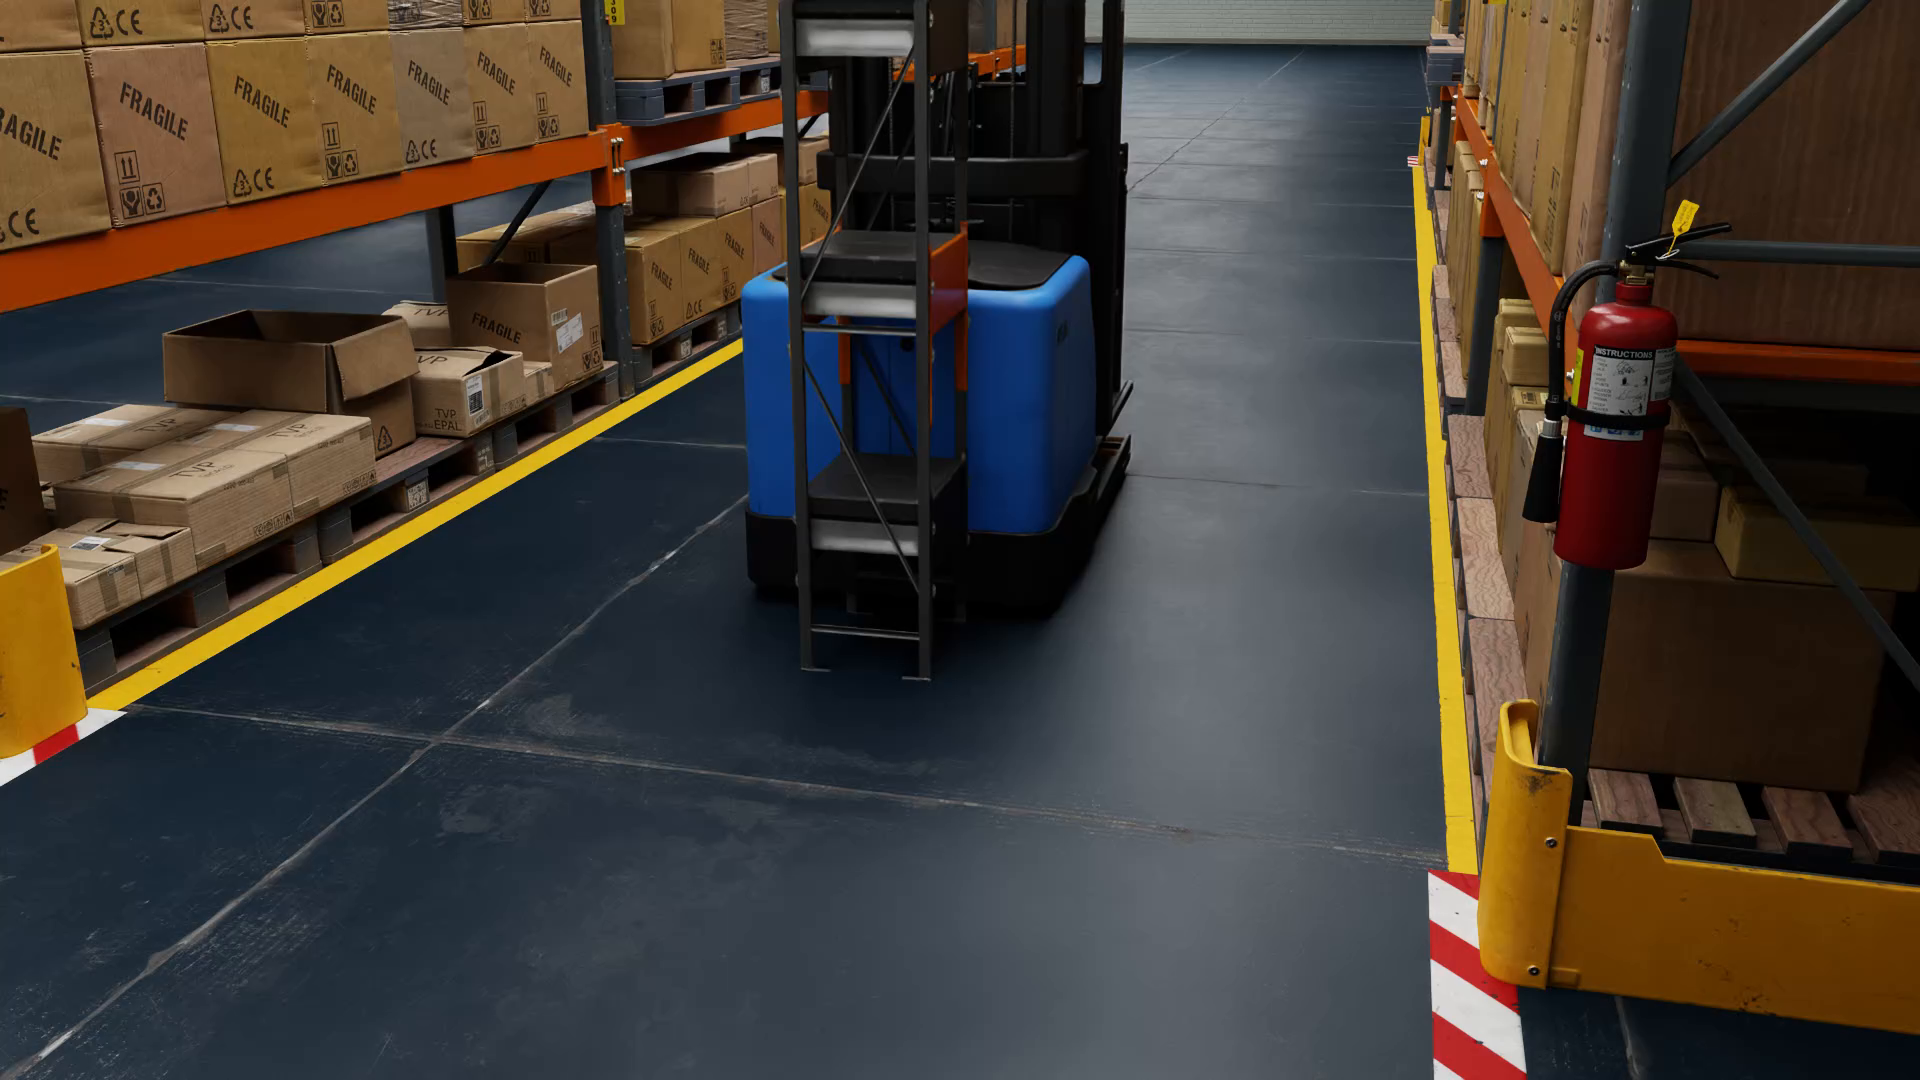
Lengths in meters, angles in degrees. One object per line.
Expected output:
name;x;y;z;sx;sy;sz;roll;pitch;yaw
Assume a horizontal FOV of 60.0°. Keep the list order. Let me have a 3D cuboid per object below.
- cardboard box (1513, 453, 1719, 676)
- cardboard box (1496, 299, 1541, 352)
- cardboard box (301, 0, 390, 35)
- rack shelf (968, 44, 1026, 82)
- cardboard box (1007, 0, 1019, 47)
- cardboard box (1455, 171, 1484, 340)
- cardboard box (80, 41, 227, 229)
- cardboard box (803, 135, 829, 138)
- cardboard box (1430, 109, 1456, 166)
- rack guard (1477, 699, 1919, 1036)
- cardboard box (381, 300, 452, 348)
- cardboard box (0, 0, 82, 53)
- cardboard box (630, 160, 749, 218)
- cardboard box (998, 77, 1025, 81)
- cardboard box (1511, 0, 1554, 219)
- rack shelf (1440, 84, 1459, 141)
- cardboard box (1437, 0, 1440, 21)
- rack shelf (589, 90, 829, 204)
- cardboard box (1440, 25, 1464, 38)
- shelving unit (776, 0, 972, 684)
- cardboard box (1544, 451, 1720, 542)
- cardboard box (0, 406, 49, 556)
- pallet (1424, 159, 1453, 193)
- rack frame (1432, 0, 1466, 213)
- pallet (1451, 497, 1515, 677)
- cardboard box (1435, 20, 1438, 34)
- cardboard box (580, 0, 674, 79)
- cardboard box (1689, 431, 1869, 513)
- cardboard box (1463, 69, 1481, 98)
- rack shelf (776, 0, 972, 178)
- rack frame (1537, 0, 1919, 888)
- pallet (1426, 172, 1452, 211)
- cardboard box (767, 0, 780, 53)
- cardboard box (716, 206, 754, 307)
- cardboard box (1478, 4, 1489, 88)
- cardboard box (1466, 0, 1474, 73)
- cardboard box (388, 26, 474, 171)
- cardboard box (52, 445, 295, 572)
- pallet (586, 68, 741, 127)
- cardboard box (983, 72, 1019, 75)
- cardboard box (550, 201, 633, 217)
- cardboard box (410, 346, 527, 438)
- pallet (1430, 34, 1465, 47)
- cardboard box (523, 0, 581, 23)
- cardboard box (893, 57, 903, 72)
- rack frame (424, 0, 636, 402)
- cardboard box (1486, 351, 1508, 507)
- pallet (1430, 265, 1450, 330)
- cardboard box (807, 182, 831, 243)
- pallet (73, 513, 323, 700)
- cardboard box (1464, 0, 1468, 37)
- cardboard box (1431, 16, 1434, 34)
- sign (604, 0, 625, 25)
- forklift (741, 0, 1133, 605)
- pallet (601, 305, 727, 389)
cardboard box;1.907;0.089;4.504;0.700;0.500;0.500;5;19;13
cardboard box;2.145;-0.768;6.011;0.380;0.149;0.250;5;20;15
cardboard box;-2.359;-2.020;5.760;0.500;0.500;0.500;4;19;13
rack shelf;0.327;-4.949;17.149;1.077;0.370;4.000;5;19;13
cardboard box;0.189;-5.172;16.535;0.700;0.500;0.500;5;19;14
cardboard box;2.935;-1.439;8.437;0.750;0.750;0.750;5;20;15
cardboard box;-2.609;-1.229;4.990;0.500;0.500;0.500;4;19;13
cardboard box;-1.003;-3.077;13.291;0.500;0.311;0.500;5;19;13
cardboard box;4.996;-3.937;16.260;0.700;0.500;0.500;3;19;10
rack guard;1.705;0.679;3.426;1.175;0.500;0.348;5;19;13
cardboard box;-2.429;-0.976;7.884;0.500;0.311;0.500;5;19;13
cardboard box;-2.730;-1.540;4.354;0.500;0.500;0.500;5;20;15
cardboard box;-1.518;-1.981;9.373;0.500;0.250;0.500;5;19;13
cardboard box;0.619;-4.506;17.183;0.500;0.500;0.500;5;19;13
cardboard box;2.188;-1.281;4.833;0.980;0.700;0.700;4;19;11
rack shelf;4.154;-3.305;12.336;1.077;0.370;4.000;5;19;13
cardboard box;4.708;-5.052;15.379;0.500;0.500;0.500;4;19;12
rack shelf;-1.628;-2.441;9.808;1.077;0.370;4.000;5;19;13
cardboard box;4.464;-4.383;14.581;0.500;0.250;0.500;5;19;14
shelving unit;-0.228;-0.659;4.869;0.431;2.100;0.503;4;19;12
cardboard box;1.639;-0.116;4.100;0.380;0.149;0.250;4;19;13
cardboard box;-3.200;-0.116;5.074;0.500;0.500;0.500;5;19;13
pallet;5.068;-3.550;16.253;1.003;0.211;1.213;5;19;13
rack frame;4.642;-4.272;14.055;1.000;3.000;0.127;5;19;13
pallet;2.130;0.170;5.362;1.003;0.211;1.213;5;19;13
cardboard box;4.824;-4.855;15.963;0.500;0.250;0.500;5;19;14
cardboard box;-1.784;-2.532;8.155;0.700;0.500;0.500;-2;19;-5
cardboard box;2.071;-0.165;4.244;0.380;0.149;0.250;5;19;14
cardboard box;3.143;-2.669;9.720;0.380;0.149;0.250;5;20;15
rack shelf;-0.228;-1.309;4.647;0.431;0.518;0.480;4;19;12
rack frame;1.711;-0.511;3.044;1.000;3.000;0.127;5;19;13
pallet;4.772;-3.166;15.130;1.003;0.211;1.213;5;19;13
cardboard box;-1.184;-3.448;10.839;0.700;0.500;0.500;-2;19;-5
cardboard box;-1.513;-1.637;9.525;0.500;0.500;0.500;5;19;14
cardboard box;2.802;-2.445;8.058;0.500;0.500;0.500;5;19;13
cardboard box;3.161;-2.921;9.452;0.500;0.500;0.500;5;20;15
cardboard box;-2.238;-1.702;6.377;0.500;0.500;0.500;5;20;15
cardboard box;-2.564;-0.113;5.451;0.500;0.250;0.500;5;19;13
pallet;-1.816;-2.306;8.595;1.003;0.211;1.213;5;19;13
cardboard box;0.348;-4.861;18.223;0.500;0.500;0.500;5;19;13
cardboard box;-2.022;-1.669;9.620;0.500;0.500;0.500;5;19;14
cardboard box;-2.164;-0.655;6.943;0.500;0.311;0.500;5;19;13
pallet;4.315;-3.954;13.419;1.003;0.211;1.213;5;19;13
cardboard box;-1.989;-2.497;7.154;0.500;0.500;0.500;5;19;14
cardboard box;-0.733;-3.632;12.317;0.500;0.311;0.500;4;19;13
rack frame;-2.117;-2.155;7.856;1.000;3.000;0.127;5;19;13
cardboard box;2.280;-0.397;5.927;0.700;0.500;0.500;4;19;13
pallet;3.399;-1.458;10.129;1.003;0.211;1.213;5;19;13
cardboard box;-1.140;-2.122;10.947;0.500;0.500;0.500;5;20;16
pallet;-2.881;0.145;5.438;1.003;0.211;1.213;5;19;13
cardboard box;4.342;-4.196;12.998;0.700;0.500;0.500;7;20;19
cardboard box;5.193;-5.337;17.372;0.500;0.250;0.500;4;19;12
sign;-1.589;-2.524;7.598;0.100;0.325;0.005;5;19;13
forklift;0.104;-1.616;6.384;1.130;2.935;3.031;4;19;12
pallet;-1.955;-1.093;9.062;1.003;0.211;1.213;5;19;13
